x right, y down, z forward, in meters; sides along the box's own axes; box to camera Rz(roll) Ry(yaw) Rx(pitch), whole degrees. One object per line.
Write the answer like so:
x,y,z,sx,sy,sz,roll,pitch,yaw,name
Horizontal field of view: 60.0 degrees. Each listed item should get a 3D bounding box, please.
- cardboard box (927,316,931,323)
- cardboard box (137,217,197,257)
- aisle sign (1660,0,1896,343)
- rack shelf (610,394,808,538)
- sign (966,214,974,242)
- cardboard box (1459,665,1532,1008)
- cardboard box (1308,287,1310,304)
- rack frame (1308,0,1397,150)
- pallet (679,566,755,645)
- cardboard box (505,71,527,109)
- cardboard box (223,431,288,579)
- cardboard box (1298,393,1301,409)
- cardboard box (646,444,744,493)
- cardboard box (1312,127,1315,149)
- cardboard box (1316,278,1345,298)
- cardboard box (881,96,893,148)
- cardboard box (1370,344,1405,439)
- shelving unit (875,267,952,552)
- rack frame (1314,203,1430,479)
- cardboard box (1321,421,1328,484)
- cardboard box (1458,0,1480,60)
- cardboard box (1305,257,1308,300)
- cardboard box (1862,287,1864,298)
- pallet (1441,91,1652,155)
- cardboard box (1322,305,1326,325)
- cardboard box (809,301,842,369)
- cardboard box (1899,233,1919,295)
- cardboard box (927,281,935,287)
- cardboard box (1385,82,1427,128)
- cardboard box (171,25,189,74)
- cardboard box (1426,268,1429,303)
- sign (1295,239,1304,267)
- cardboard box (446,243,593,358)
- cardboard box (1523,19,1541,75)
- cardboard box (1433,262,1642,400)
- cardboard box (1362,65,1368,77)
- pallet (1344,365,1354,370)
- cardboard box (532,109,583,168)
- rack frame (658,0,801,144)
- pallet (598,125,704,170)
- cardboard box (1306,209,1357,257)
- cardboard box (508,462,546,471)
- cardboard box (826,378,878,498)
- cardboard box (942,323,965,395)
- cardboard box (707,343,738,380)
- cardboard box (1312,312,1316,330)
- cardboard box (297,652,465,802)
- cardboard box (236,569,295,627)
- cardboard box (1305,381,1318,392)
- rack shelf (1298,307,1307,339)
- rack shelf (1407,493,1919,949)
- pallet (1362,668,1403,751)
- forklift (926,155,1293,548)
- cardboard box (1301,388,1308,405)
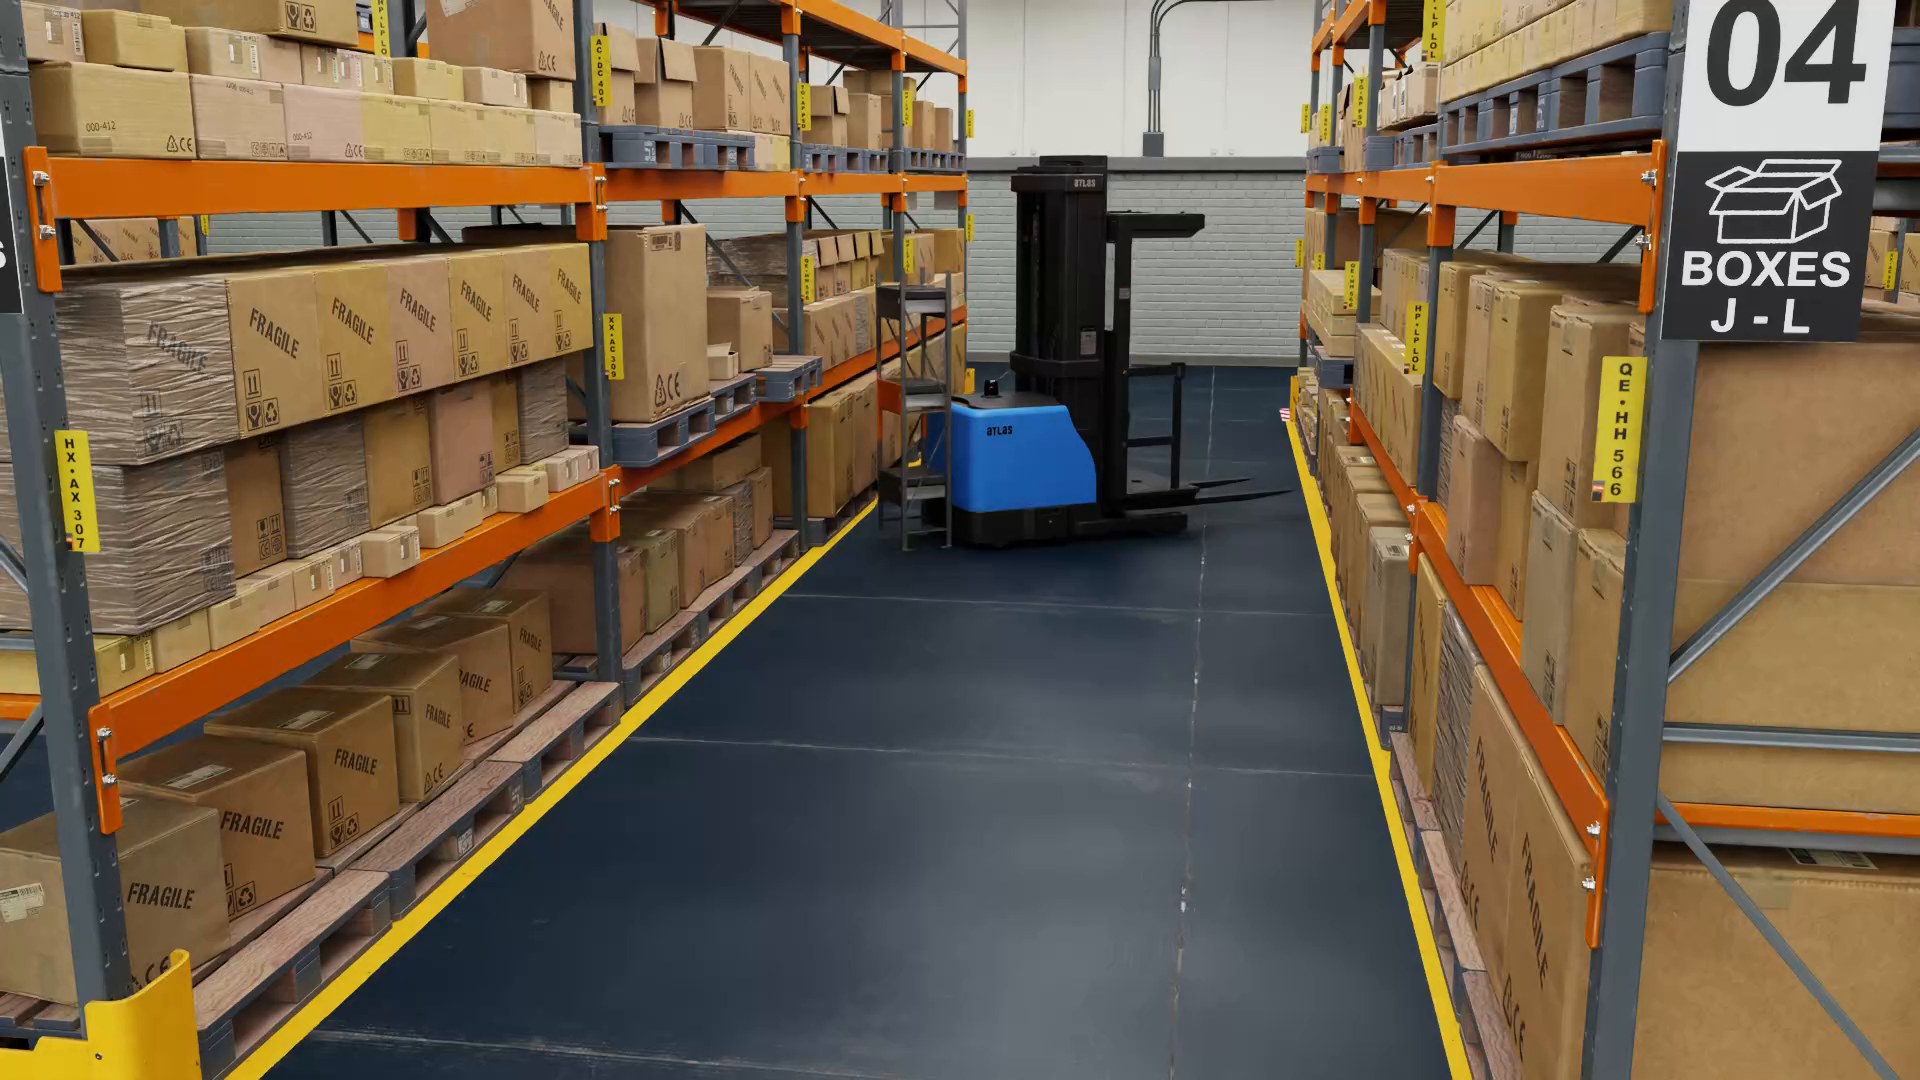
-0.506,-2.367,17.452,0.380,0.149,0.250,2,12,8,cardboard box
-10.007,-3.812,20.950,0.500,0.500,0.500,2,12,8,cardboard box
1.695,-0.807,3.449,0.394,0.787,0.004,2,12,9,aisle sign
-1.961,-0.621,10.461,1.077,0.370,4.000,2,12,9,rack shelf
0.111,-3.715,19.802,0.100,0.325,0.005,2,12,9,sign
2.174,0.965,5.441,0.875,0.875,0.875,2,12,8,cardboard box
3.332,-2.200,14.977,0.380,0.149,0.250,2,12,10,cardboard box
4.463,-5.805,18.569,1.000,3.000,0.127,2,12,9,rack frame
-1.965,0.390,10.681,1.003,0.211,1.213,2,12,9,pallet
-2.117,-1.959,7.254,0.380,0.149,0.250,1,12,6,cardboard box
-2.813,-0.139,5.576,0.875,0.500,0.500,2,12,9,cardboard box
4.066,-1.585,18.999,0.380,0.149,0.250,2,12,10,cardboard box
-1.798,-0.497,11.289,0.500,0.250,0.500,3,13,15,cardboard box
3.970,-4.213,17.472,0.500,0.250,0.500,2,12,9,cardboard box
3.134,-2.077,13.696,0.380,0.149,0.250,2,12,11,cardboard box
-0.977,-4.156,16.564,0.700,0.500,0.500,1,12,5,cardboard box
2.664,-0.857,9.610,0.500,0.500,0.500,2,12,8,cardboard box
-0.354,-1.004,12.667,0.431,2.100,0.503,-5,13,-24,shelving unit
3.847,-2.040,15.337,1.000,3.000,0.127,2,12,9,rack frame
3.392,-0.767,14.371,0.500,0.500,0.500,2,12,11,cardboard box
2.189,-1.969,6.306,0.500,0.250,0.500,2,12,8,cardboard box
4.063,-2.870,18.246,0.500,0.500,0.500,2,12,9,cardboard box
8.647,-2.161,15.664,0.500,0.500,0.500,2,12,7,cardboard box
2.481,-1.627,6.514,1.003,0.211,1.213,2,12,9,pallet
2.975,-1.715,12.724,0.380,0.149,0.250,2,12,9,cardboard box
-1.233,-1.637,13.233,0.500,0.500,0.500,2,12,7,cardboard box
8.402,-2.356,14.193,0.500,0.500,0.500,2,12,9,cardboard box
-0.551,-2.594,17.560,0.500,0.250,0.500,2,12,10,cardboard box
2.826,-2.606,9.968,0.500,0.250,0.500,2,12,10,cardboard box
-2.560,-1.468,4.977,0.380,0.149,0.250,2,12,8,cardboard box
2.765,-1.123,8.471,0.700,0.500,0.500,2,12,8,cardboard box
3.926,-3.313,19.191,0.100,0.325,0.005,2,12,9,sign
-2.066,-1.136,7.830,0.500,0.500,0.500,2,12,9,cardboard box
1.914,-1.484,5.001,0.380,0.149,0.250,2,12,9,cardboard box
2.526,-0.900,7.129,0.875,0.550,0.550,2,12,9,cardboard box
3.102,-3.296,11.994,0.396,0.266,0.258,2,12,9,cardboard box
3.496,-1.527,13.412,1.003,0.211,1.213,2,12,9,pallet
-2.081,-1.846,7.673,0.500,0.250,0.500,2,12,11,cardboard box
-1.653,-4.321,11.685,1.000,3.000,0.127,2,12,9,rack frame
-2.068,-2.056,8.737,1.213,0.211,1.003,2,12,9,pallet
3.958,-3.258,17.672,0.500,0.500,0.500,2,12,7,cardboard box
-2.157,-0.277,7.755,0.380,0.149,0.250,2,12,9,cardboard box
-1.382,-0.884,14.020,1.225,0.875,0.875,2,12,9,cardboard box
-0.442,-2.085,19.594,0.875,0.875,0.875,2,12,9,cardboard box
-1.643,-1.172,10.635,0.396,0.266,0.258,2,12,7,cardboard box
3.175,-1.840,14.010,0.380,0.149,0.250,1,12,6,cardboard box
-2.468,0.794,7.126,0.500,0.500,0.500,1,12,4,cardboard box
-2.476,0.192,5.578,0.380,0.149,0.250,2,12,9,cardboard box
3.863,-1.602,17.665,0.380,0.149,0.250,2,12,10,cardboard box
4.155,-2.104,17.345,1.077,0.370,4.000,2,12,9,rack shelf
2.309,0.394,5.754,1.077,0.370,4.000,2,12,9,rack shelf
2.661,0.826,8.660,1.003,0.211,1.213,2,12,9,pallet
1.258,-1.560,13.275,3.031,2.935,1.130,-5,13,-24,forklift
3.934,-1.570,18.221,0.380,0.149,0.250,2,12,10,cardboard box
